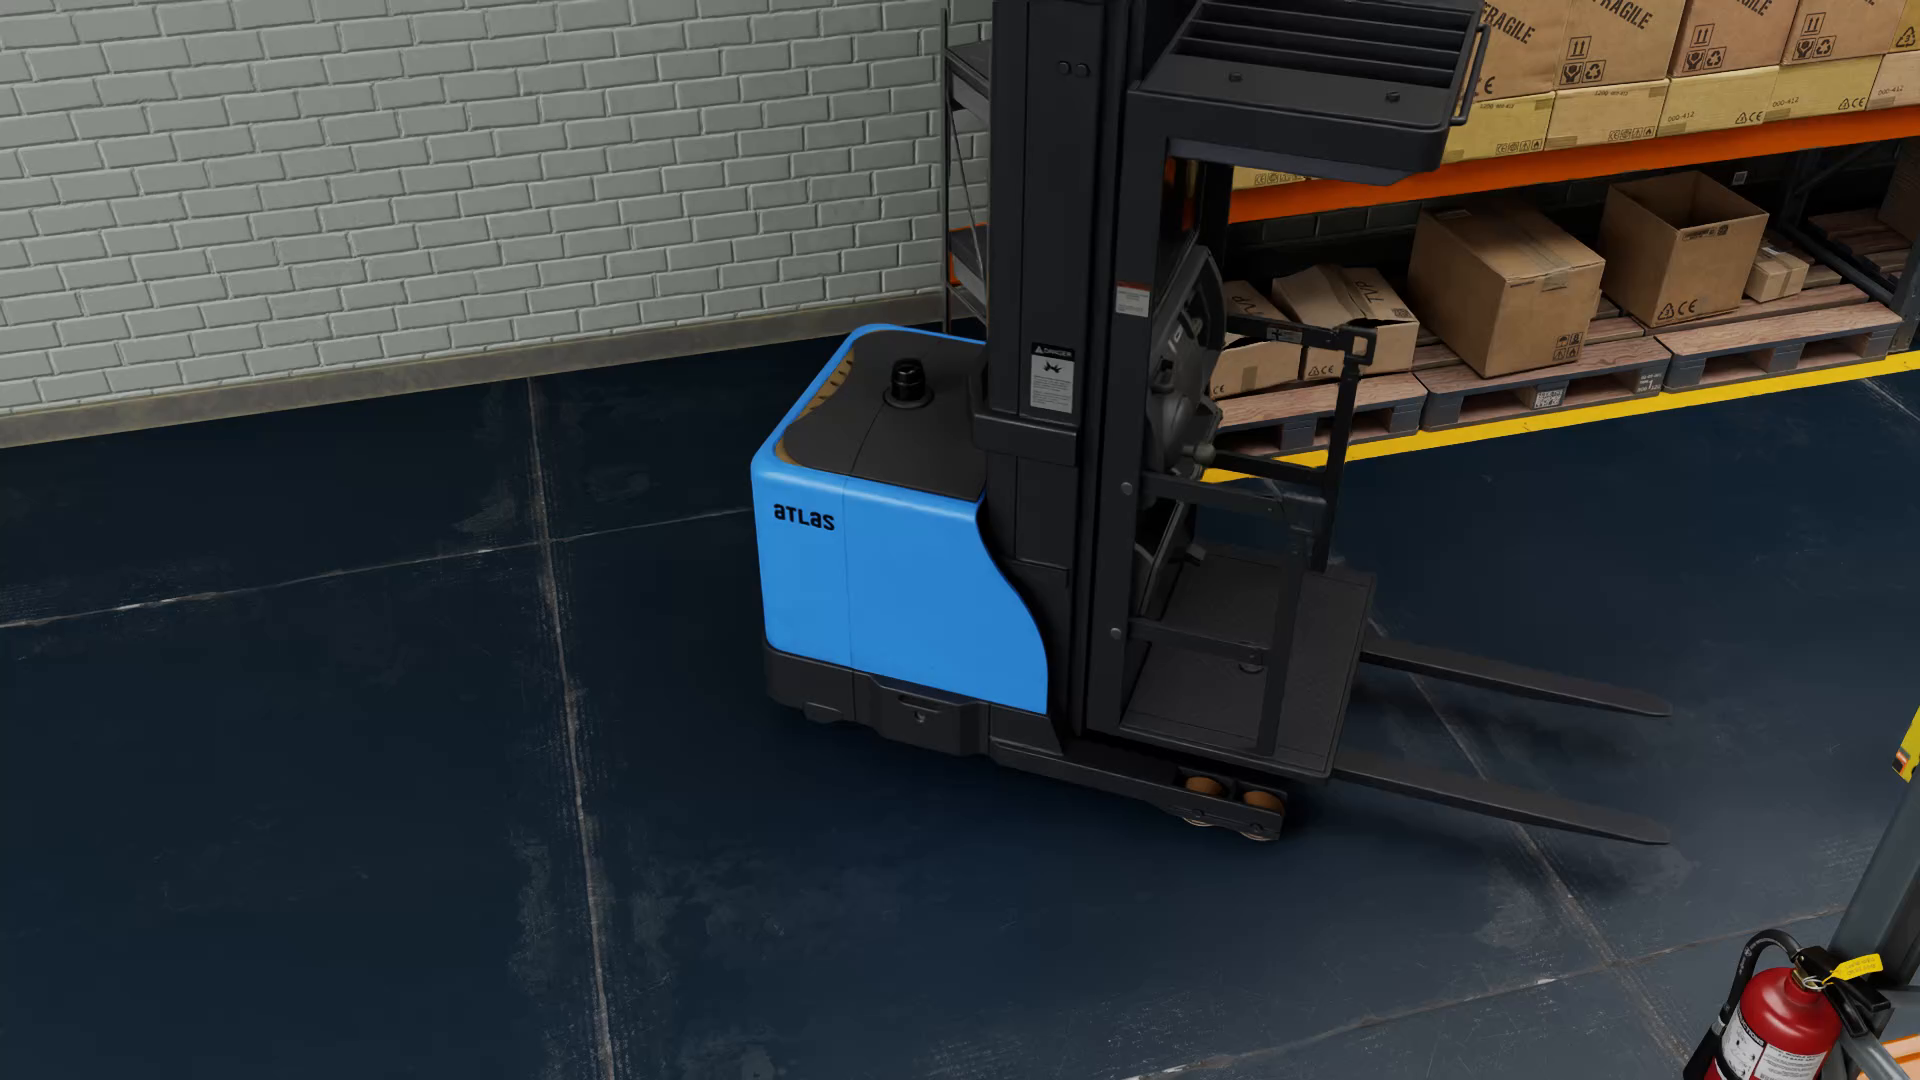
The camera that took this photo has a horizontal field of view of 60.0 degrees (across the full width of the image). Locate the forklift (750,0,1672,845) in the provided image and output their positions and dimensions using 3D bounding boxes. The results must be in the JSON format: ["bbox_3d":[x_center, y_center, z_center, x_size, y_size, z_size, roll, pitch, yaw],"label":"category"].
[{"bbox_3d":[0.882,-0.542,5.046,3.031,2.935,1.130,12,39,15],"label":"forklift"}]

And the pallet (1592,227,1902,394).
[{"bbox_3d":[3.688,-1.137,8.063,1.213,0.211,1.003,-9,38,-12],"label":"pallet"}]

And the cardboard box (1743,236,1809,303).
[{"bbox_3d":[3.818,-1.319,7.975,0.250,0.166,0.380,-14,40,-18],"label":"cardboard box"}]

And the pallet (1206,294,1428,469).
[{"bbox_3d":[1.332,-0.751,7.558,1.213,0.211,1.003,-9,38,-12],"label":"pallet"}]

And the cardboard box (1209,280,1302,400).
[{"bbox_3d":[1.157,-0.902,7.311,0.500,0.311,0.500,-14,39,-17],"label":"cardboard box"}]

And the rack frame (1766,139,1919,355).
[{"bbox_3d":[4.327,-2.372,7.382,0.127,3.000,1.000,-9,38,-12],"label":"rack frame"}]

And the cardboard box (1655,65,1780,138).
[{"bbox_3d":[2.984,-1.905,6.878,0.500,0.250,0.500,-10,38,-12],"label":"cardboard box"}]

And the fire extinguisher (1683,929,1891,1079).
[{"bbox_3d":[1.525,0.944,3.111,0.183,0.674,0.296,-9,38,-12],"label":"fire extinguisher"}]

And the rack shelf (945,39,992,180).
[{"bbox_3d":[0.246,-1.481,5.828,0.480,0.518,0.431,-17,40,-21],"label":"rack shelf"}]

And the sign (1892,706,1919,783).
[{"bbox_3d":[1.632,0.292,2.751,0.005,0.325,0.100,-9,38,-12],"label":"sign"}]

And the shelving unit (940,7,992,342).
[{"bbox_3d":[0.246,-0.936,6.245,0.503,2.100,0.431,-17,40,-21],"label":"shelving unit"}]

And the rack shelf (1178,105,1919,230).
[{"bbox_3d":[2.396,-1.769,7.186,4.000,0.370,1.077,-9,38,-12],"label":"rack shelf"}]

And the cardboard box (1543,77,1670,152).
[{"bbox_3d":[2.499,-1.824,6.773,0.500,0.250,0.500,-9,38,-12],"label":"cardboard box"}]

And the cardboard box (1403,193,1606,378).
[{"bbox_3d":[2.428,-1.154,7.485,0.500,0.500,0.700,-12,39,-15],"label":"cardboard box"}]

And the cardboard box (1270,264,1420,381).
[{"bbox_3d":[1.707,-0.992,7.429,0.500,0.311,0.500,-6,38,-8],"label":"cardboard box"}]

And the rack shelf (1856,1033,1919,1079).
[{"bbox_3d":[3.691,1.136,3.389,4.000,0.370,1.077,-9,38,-12],"label":"rack shelf"}]

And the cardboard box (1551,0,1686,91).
[{"bbox_3d":[2.480,-2.123,6.547,0.500,0.500,0.500,-8,38,-11],"label":"cardboard box"}]

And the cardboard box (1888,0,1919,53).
[{"bbox_3d":[3.951,-2.362,6.859,0.500,0.500,0.500,-9,38,-12],"label":"cardboard box"}]

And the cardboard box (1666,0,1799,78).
[{"bbox_3d":[2.982,-2.206,6.655,0.500,0.500,0.500,-10,39,-13],"label":"cardboard box"}]

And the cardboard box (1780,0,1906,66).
[{"bbox_3d":[3.471,-2.280,6.751,0.500,0.500,0.500,-10,38,-12],"label":"cardboard box"}]

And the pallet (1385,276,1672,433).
[{"bbox_3d":[2.508,-0.942,7.808,1.213,0.211,1.003,-9,38,-12],"label":"pallet"}]

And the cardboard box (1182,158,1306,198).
[{"bbox_3d":[1.019,-1.578,6.451,0.500,0.250,0.500,-10,39,-13],"label":"cardboard box"}]

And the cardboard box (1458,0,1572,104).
[{"bbox_3d":[1.985,-2.035,6.431,0.500,0.500,0.500,-11,39,-13],"label":"cardboard box"}]

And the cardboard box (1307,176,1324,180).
[{"bbox_3d":[1.517,-1.668,6.569,0.500,0.250,0.500,-10,39,-13],"label":"cardboard box"}]

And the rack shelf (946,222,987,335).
[{"bbox_3d":[0.246,-0.925,6.253,0.480,0.518,0.431,-17,40,-21],"label":"rack shelf"}]

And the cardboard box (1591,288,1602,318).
[{"bbox_3d":[2.777,-1.173,7.799,0.250,0.149,0.380,-12,39,-16],"label":"cardboard box"}]

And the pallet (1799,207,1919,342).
[{"bbox_3d":[5.078,-1.389,8.392,1.213,0.211,1.003,-9,38,-12],"label":"pallet"}]

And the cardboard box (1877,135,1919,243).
[{"bbox_3d":[5.033,-1.680,8.173,0.500,0.500,0.700,-8,38,-10],"label":"cardboard box"}]

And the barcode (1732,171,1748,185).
[{"bbox_3d":[3.743,-1.736,7.983,0.075,0.075,0.001,-9,38,-12],"label":"barcode"}]

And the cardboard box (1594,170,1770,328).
[{"bbox_3d":[3.335,-1.366,7.762,0.500,0.500,0.500,-12,39,-15],"label":"cardboard box"}]

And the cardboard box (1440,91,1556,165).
[{"bbox_3d":[2.010,-1.746,6.670,0.500,0.250,0.500,-10,39,-13],"label":"cardboard box"}]

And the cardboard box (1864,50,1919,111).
[{"bbox_3d":[3.949,-2.068,7.091,0.500,0.250,0.500,-9,38,-12],"label":"cardboard box"}]

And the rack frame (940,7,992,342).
[{"bbox_3d":[0.027,-0.870,6.159,0.015,2.100,0.400,-17,40,-21],"label":"rack frame"}]

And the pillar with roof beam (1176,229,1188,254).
[{"bbox_3d":[2.038,-2.214,2.238,0.400,9.000,9.100,-9,38,-12],"label":"pillar with roof beam"}]

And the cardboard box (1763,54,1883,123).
[{"bbox_3d":[3.465,-1.993,6.994,0.500,0.250,0.500,-9,38,-12],"label":"cardboard box"}]
